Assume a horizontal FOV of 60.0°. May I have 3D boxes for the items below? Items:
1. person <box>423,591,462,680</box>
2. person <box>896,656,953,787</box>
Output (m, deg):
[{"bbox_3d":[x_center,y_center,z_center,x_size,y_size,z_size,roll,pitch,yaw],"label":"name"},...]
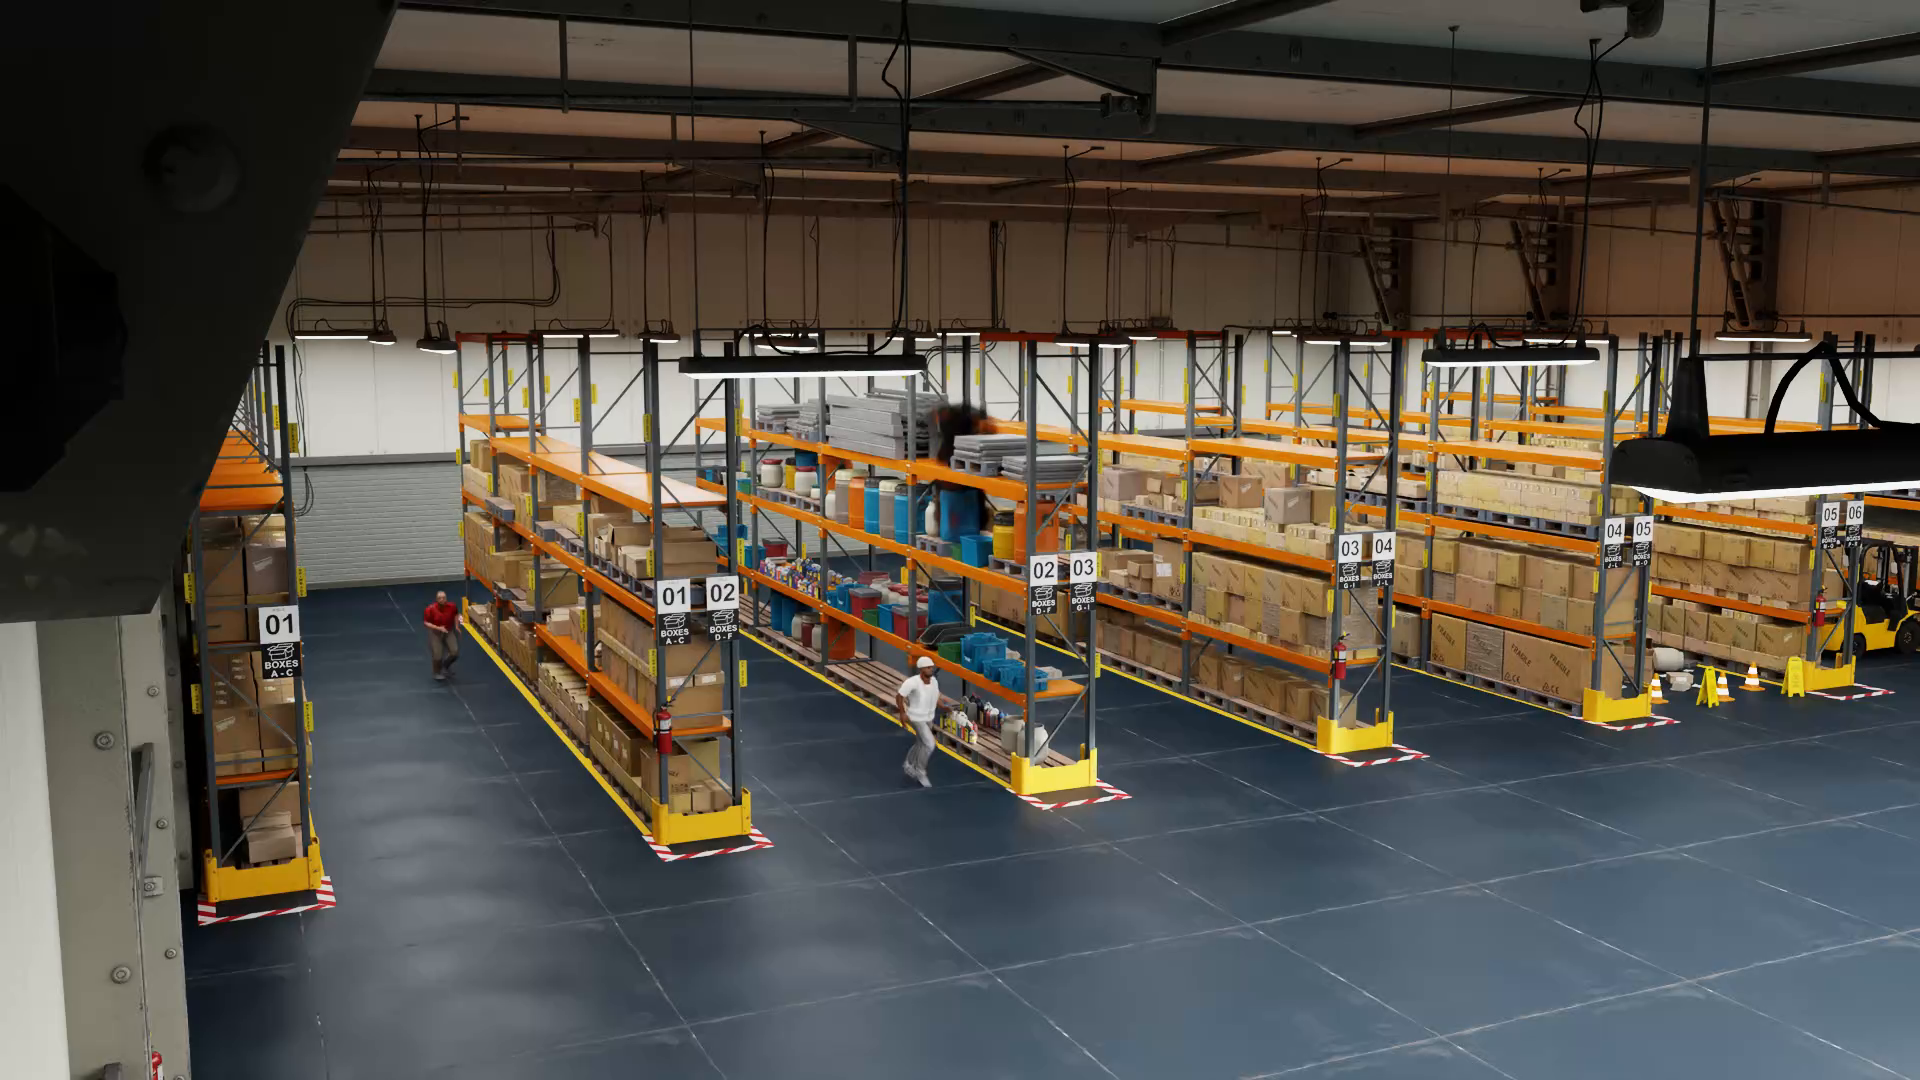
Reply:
[{"bbox_3d":[-8.962,1.708,28.833,0.666,1.511,0.797,-5,9,-33],"label":"person"},{"bbox_3d":[-0.498,2.454,22.523,0.824,1.791,0.601,6,10,38],"label":"person"}]
